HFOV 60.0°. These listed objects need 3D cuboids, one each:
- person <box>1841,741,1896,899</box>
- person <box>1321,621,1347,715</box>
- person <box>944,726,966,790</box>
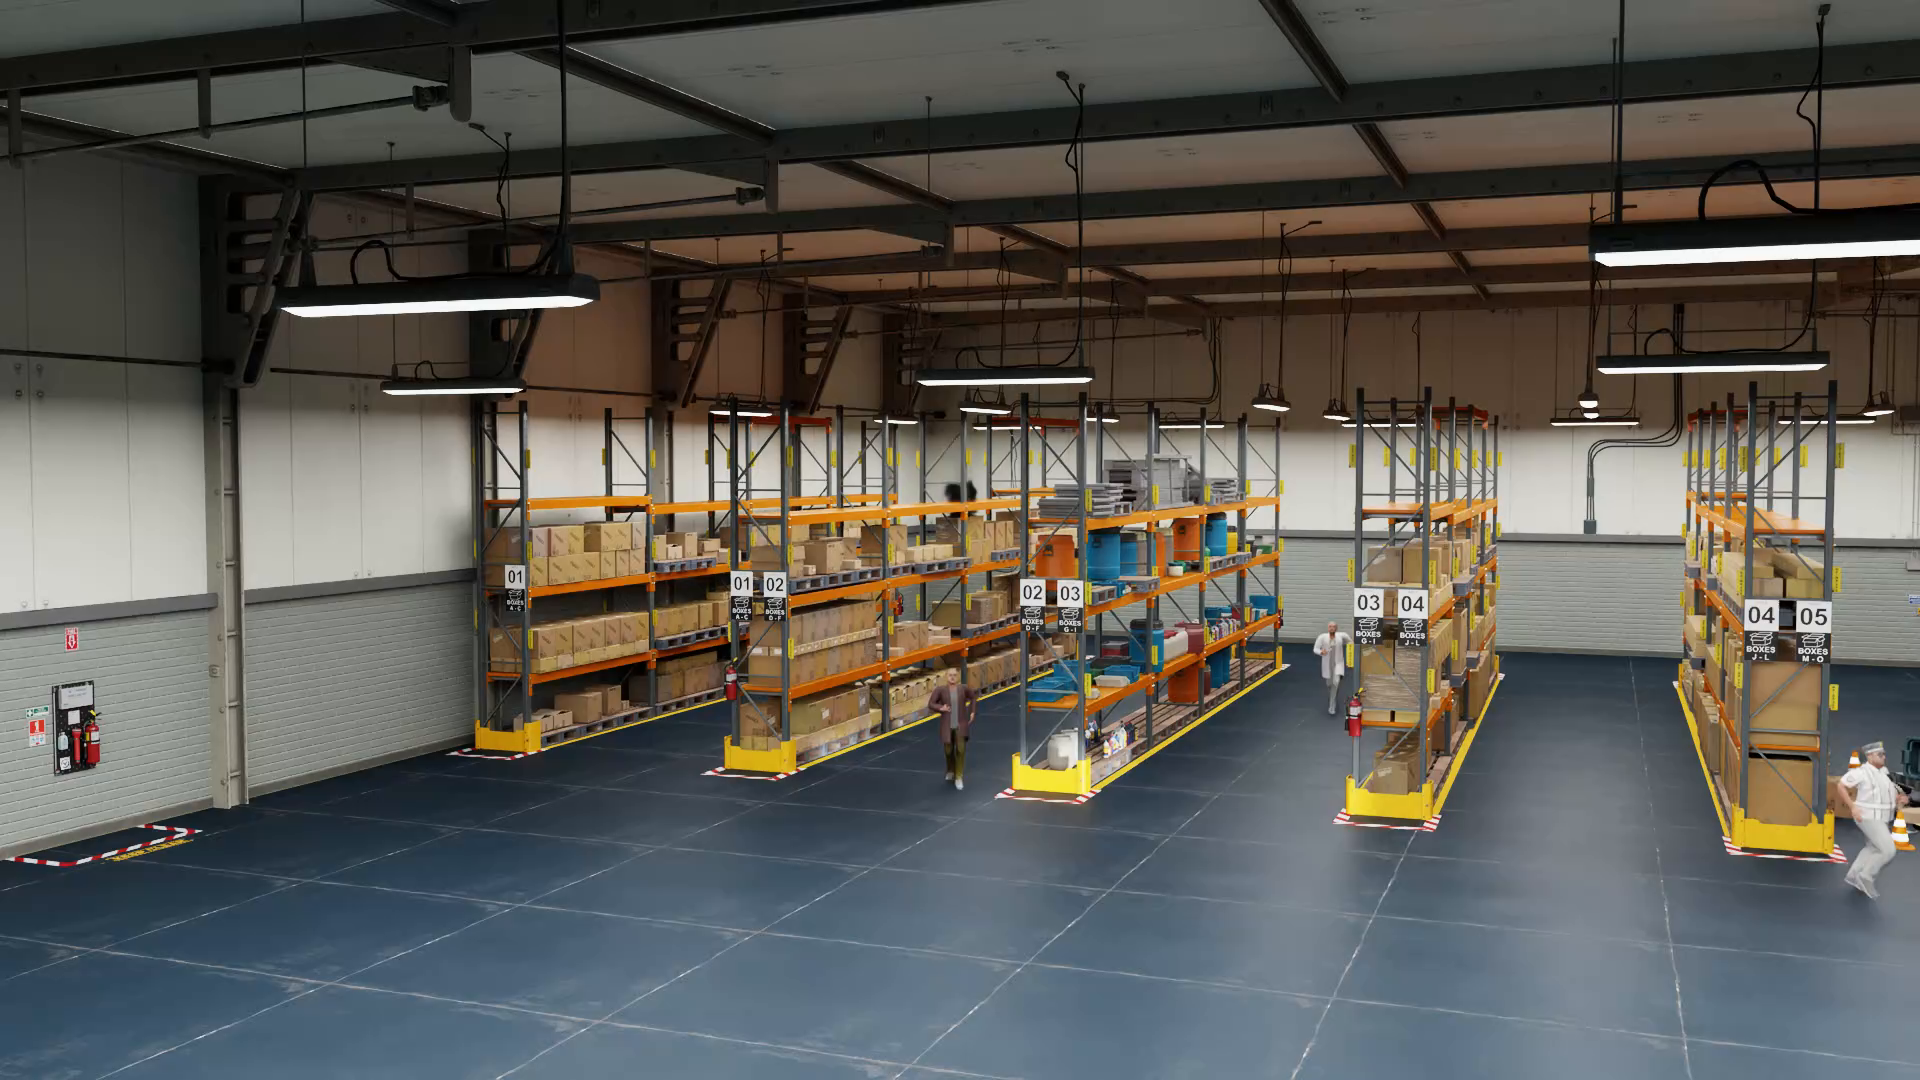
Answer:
[{"bbox_3d":[10.463,3.197,19.044,0.616,1.806,0.638,-2,3,-34],"label":"person"},{"bbox_3d":[7.397,2.528,32.996,0.699,1.853,0.971,1,3,17],"label":"person"},{"bbox_3d":[-0.096,3.243,25.518,0.379,1.115,0.800,0,3,-4],"label":"person"}]
